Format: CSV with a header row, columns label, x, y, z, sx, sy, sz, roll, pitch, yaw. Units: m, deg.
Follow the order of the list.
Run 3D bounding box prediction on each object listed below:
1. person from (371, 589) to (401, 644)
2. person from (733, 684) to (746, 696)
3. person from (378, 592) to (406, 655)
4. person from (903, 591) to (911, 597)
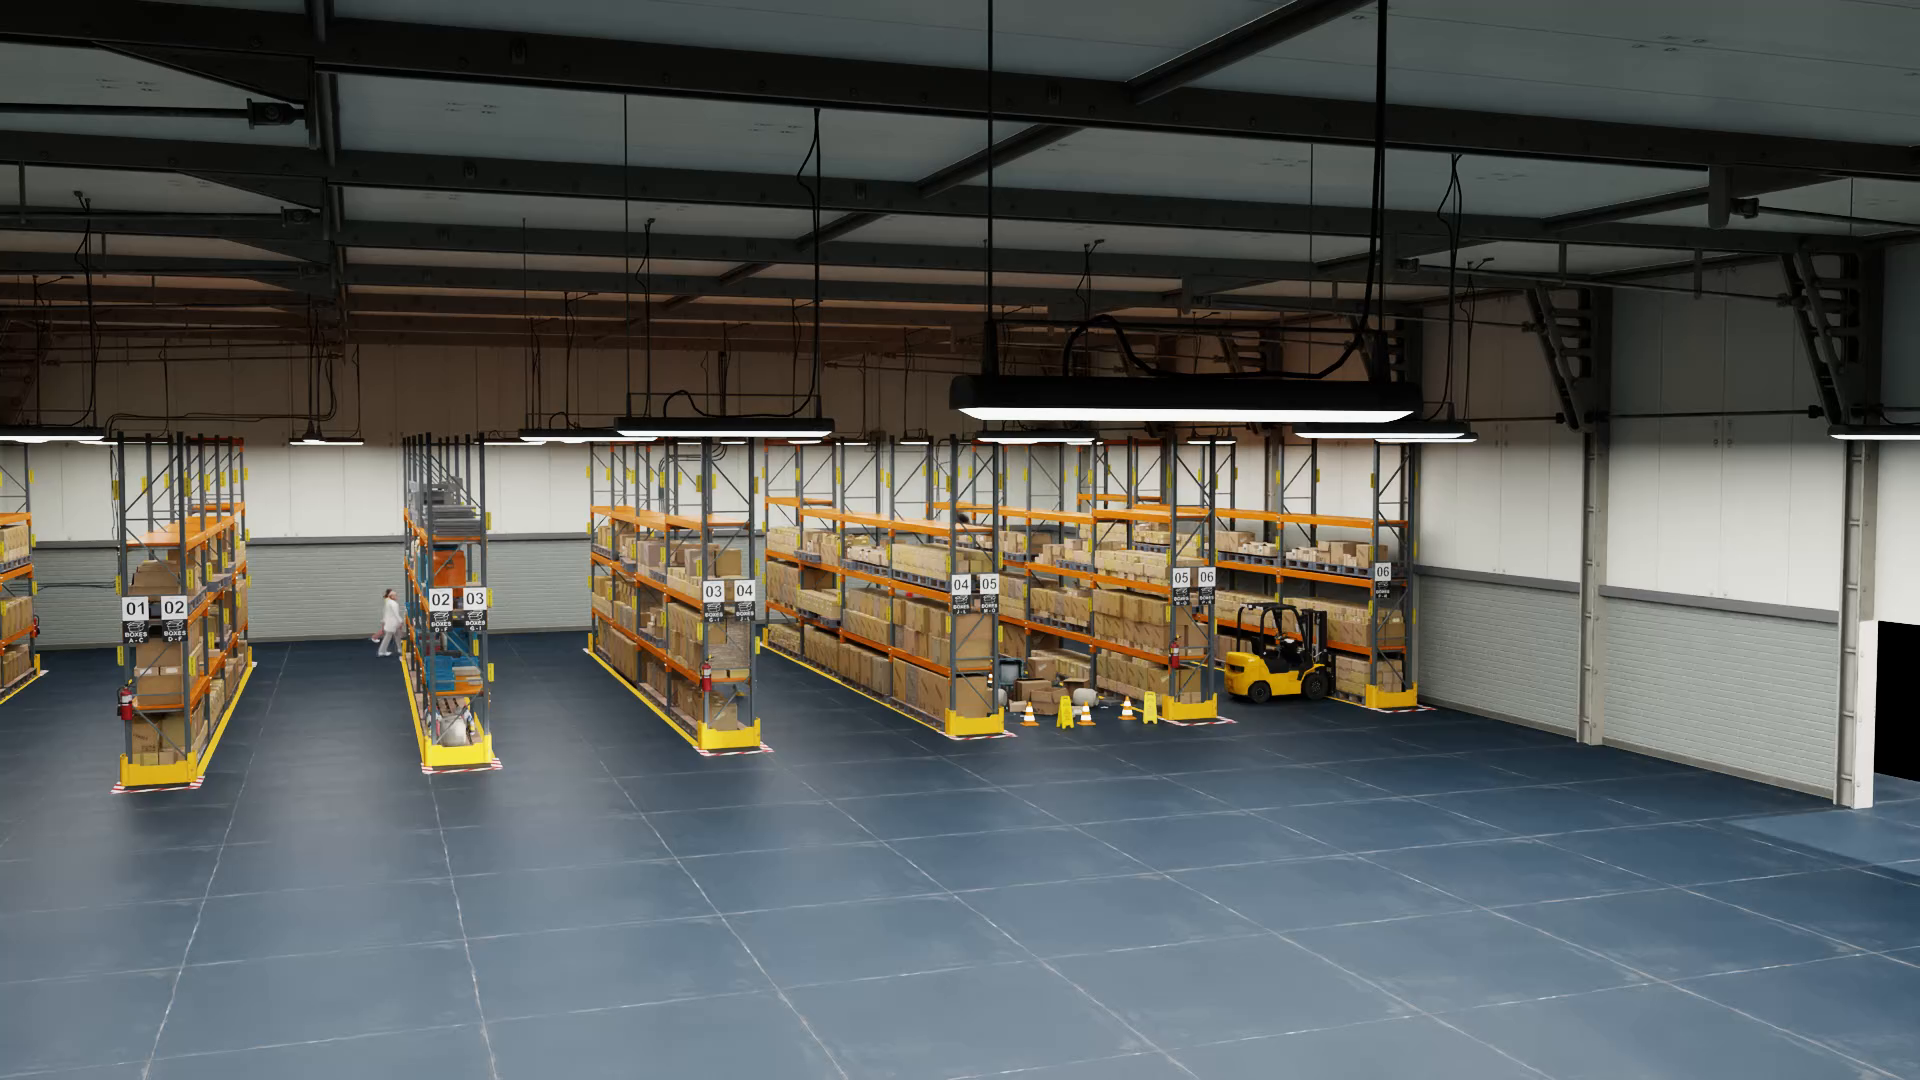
label,x,y,z,sx,sy,sz,roll,pitch,yaw
person,-16.633,2.231,48.344,0.971,1.618,0.470,0,3,5
person,-5.115,2.737,38.461,0.408,1.808,0.650,0,3,-1
person,-15.579,2.282,45.827,0.994,1.740,0.649,-3,4,-43
person,-1.458,2.290,45.816,0.526,1.807,0.587,-3,4,-39
